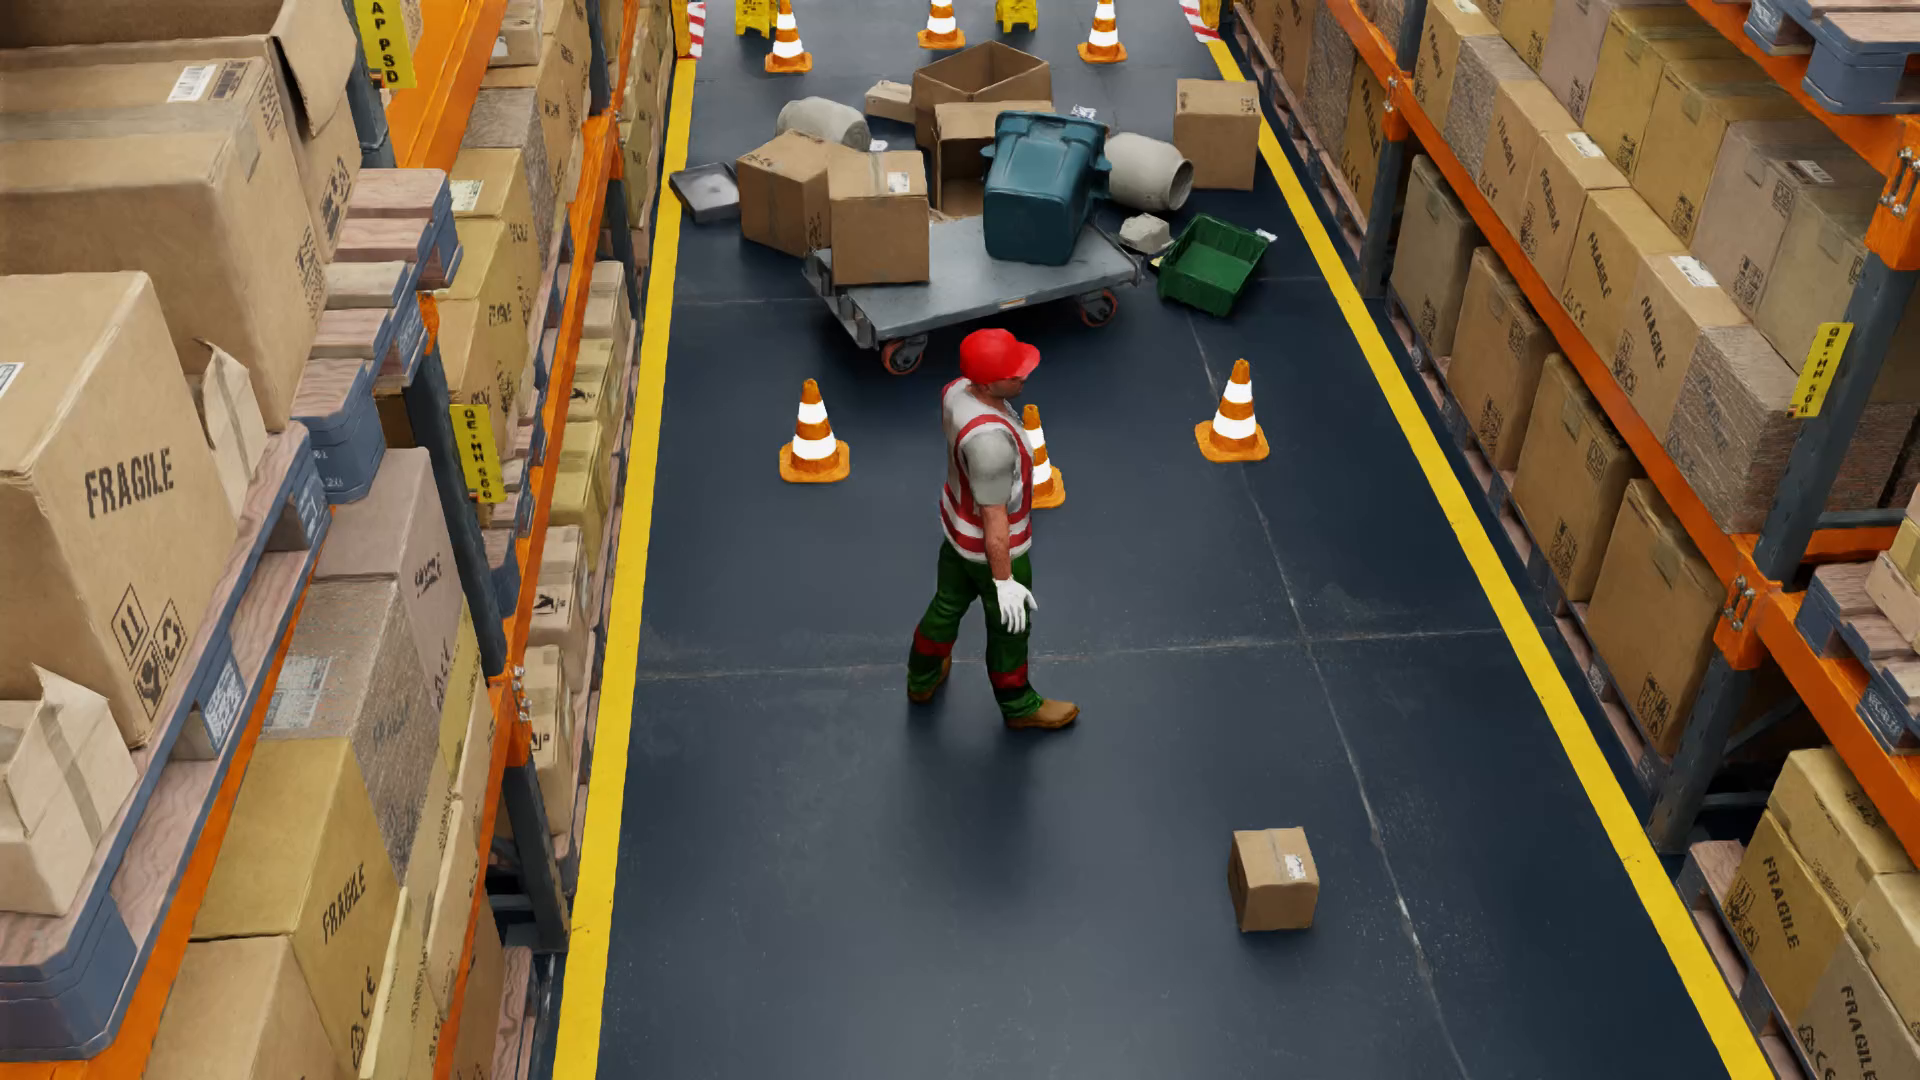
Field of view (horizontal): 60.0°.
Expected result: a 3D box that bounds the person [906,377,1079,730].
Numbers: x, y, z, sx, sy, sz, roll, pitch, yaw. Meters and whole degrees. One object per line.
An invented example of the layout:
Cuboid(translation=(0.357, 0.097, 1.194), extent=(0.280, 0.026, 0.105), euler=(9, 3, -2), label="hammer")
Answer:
Cuboid(translation=(0.138, 0.102, 6.194), extent=(0.634, 1.551, 0.753), euler=(-10, 40, -12), label="person")
